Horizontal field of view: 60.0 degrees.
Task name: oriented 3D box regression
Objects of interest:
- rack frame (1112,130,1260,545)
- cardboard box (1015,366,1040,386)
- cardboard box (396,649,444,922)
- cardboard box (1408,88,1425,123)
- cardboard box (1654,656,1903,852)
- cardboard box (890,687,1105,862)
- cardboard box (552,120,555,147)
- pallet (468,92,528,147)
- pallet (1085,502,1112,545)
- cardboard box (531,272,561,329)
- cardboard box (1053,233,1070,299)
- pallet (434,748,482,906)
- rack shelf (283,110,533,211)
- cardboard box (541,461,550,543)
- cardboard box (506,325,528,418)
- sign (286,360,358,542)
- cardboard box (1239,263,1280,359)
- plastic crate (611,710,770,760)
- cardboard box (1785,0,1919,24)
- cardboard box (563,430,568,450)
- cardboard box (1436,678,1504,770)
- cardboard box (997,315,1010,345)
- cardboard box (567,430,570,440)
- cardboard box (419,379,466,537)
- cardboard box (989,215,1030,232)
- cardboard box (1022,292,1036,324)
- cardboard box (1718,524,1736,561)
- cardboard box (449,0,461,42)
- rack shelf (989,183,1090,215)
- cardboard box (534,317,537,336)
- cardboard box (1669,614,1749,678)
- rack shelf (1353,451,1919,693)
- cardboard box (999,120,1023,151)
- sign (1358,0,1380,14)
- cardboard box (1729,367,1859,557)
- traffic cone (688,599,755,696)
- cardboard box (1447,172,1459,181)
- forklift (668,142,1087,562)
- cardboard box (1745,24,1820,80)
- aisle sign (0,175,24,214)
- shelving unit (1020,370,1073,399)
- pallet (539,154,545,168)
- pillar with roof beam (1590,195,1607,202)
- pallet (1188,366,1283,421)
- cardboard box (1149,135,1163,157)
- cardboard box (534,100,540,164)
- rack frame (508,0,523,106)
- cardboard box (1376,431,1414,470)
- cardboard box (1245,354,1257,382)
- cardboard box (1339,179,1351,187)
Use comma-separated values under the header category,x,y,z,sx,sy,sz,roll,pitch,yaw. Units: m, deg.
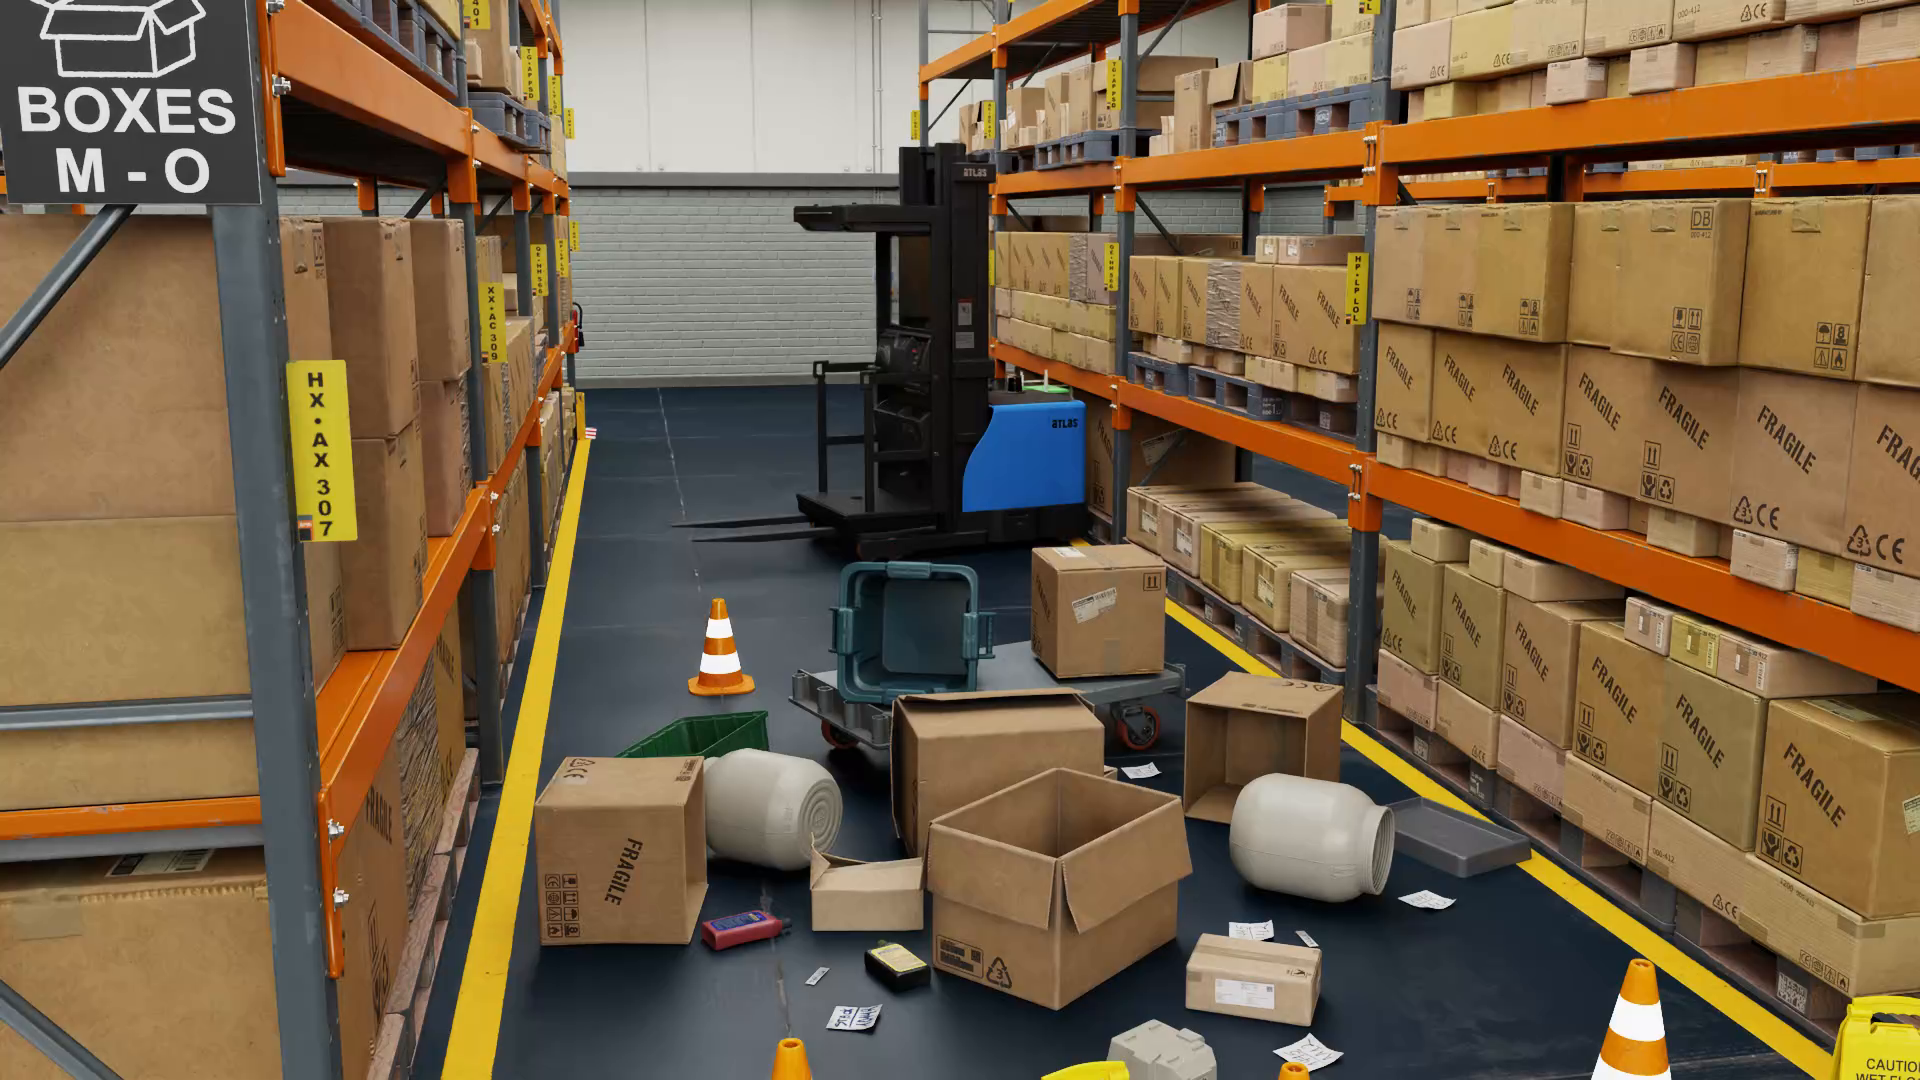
category,x,y,z,sx,sy,sz,roll,pitch,yaw
rack frame,1.592,-1.341,11.719,1.000,3.000,0.127,-2,11,-11
cardboard box,1.013,-1.126,15.151,0.875,0.875,0.875,-2,11,-9
cardboard box,-2.234,0.712,5.494,0.875,0.875,0.875,-2,11,-11
cardboard box,2.188,-1.891,7.257,0.380,0.149,0.250,-2,11,-12
cardboard box,2.631,0.669,5.383,0.500,0.500,0.500,-2,11,-9
cardboard box,0.132,0.885,6.340,0.797,0.637,0.503,-2,11,-11
cardboard box,-3.973,-3.710,15.208,0.500,0.250,0.500,-2,11,-11
pallet,-2.847,-2.202,8.726,1.003,0.211,1.213,-2,11,-8
pallet,1.512,-0.118,12.754,1.003,0.211,1.213,-2,11,-11
cardboard box,-3.871,-2.171,15.019,0.500,0.500,0.500,-2,11,-12
cardboard box,1.036,-2.152,13.037,0.500,0.500,0.500,-2,11,-11
pallet,-2.395,1.103,6.335,1.003,0.211,1.213,-2,11,-11
rack shelf,-2.855,-1.896,8.536,1.077,0.370,4.000,-2,11,-11
cardboard box,-3.132,-0.260,11.601,0.500,0.500,0.500,-3,11,-13
cardboard box,-2.700,-0.935,9.321,0.500,0.500,0.500,-2,11,-12
sign,-1.143,-0.158,2.979,0.100,0.325,0.005,-2,11,-11
cardboard box,1.862,-1.271,9.166,0.500,0.500,0.500,-2,11,-9
plastic crate,-1.147,0.929,7.162,0.450,0.188,0.662,-7,8,20
cardboard box,2.700,-1.597,4.646,0.500,0.250,0.500,-2,11,-12
cardboard box,-3.779,-0.906,15.141,0.380,0.149,0.250,-2,11,-8
cardboard box,2.334,0.753,6.950,0.500,0.250,0.500,-1,11,-8
cardboard box,0.640,-1.911,15.113,0.500,0.250,0.500,-2,11,-12
cardboard box,-4.172,-1.091,16.909,0.380,0.149,0.250,-2,11,-10
cardboard box,-2.254,-0.315,5.929,0.875,0.550,0.550,-2,11,-11
cardboard box,0.441,-2.978,15.646,0.380,0.149,0.250,-2,11,-12
cardboard box,0.824,-1.967,14.075,0.500,0.250,0.500,-2,11,-10
cardboard box,2.686,0.000,5.344,0.380,0.149,0.250,-2,11,-10
cardboard box,-2.082,-1.959,6.226,0.380,0.149,0.250,-2,11,-11
rack shelf,0.425,-3.562,17.288,1.077,0.370,4.000,-2,11,-11
cardboard box,-3.494,-1.654,12.915,0.380,0.149,0.250,-2,11,-9
cardboard box,2.553,0.335,5.403,0.380,0.149,0.250,-2,11,-10
rack shelf,2.758,0.113,6.005,1.077,0.370,4.000,-2,11,-11
cardboard box,0.568,-3.584,14.718,0.396,0.266,0.258,-2,11,-12
sign,1.826,-2.507,7.390,0.100,0.325,0.005,-2,11,-11
cardboard box,2.679,-0.250,4.927,0.500,0.500,0.500,-2,11,-11
traffic cone,-1.246,0.537,8.640,0.336,0.463,0.334,-2,11,-11
cardboard box,5.234,-3.756,17.056,0.380,0.149,0.250,-2,11,-9
forklift,-0.601,-1.390,12.158,3.031,2.935,1.130,-5,12,-24
cardboard box,2.626,-1.466,5.028,0.380,0.149,0.250,-2,11,-11
aisle sign,-9.993,-3.727,17.304,0.394,0.787,0.004,-2,11,-11
shelving unit,0.699,-0.743,13.382,0.258,1.200,0.503,-5,12,-20
pallet,-3.802,-2.950,12.654,1.213,0.211,1.003,-2,11,-11
pillar with roof beam,2.208,-5.207,15.985,9.100,9.000,0.400,-2,11,-11
pallet,2.017,-0.885,9.838,1.003,0.211,1.213,-2,11,-11
cardboard box,1.486,-2.627,11.126,0.380,0.149,0.250,-2,11,-11
cardboard box,-3.301,-2.962,11.949,0.500,0.500,0.500,-2,11,-11
rack frame,-3.244,-4.089,10.115,1.000,3.000,0.127,-2,11,-11
cardboard box,2.116,-0.414,7.524,0.380,0.149,0.250,-2,11,-11
cardboard box,1.814,-0.962,9.278,0.380,0.149,0.250,-2,11,-11
cardboard box,4.738,-4.273,19.772,0.380,0.149,0.250,-2,11,-10
